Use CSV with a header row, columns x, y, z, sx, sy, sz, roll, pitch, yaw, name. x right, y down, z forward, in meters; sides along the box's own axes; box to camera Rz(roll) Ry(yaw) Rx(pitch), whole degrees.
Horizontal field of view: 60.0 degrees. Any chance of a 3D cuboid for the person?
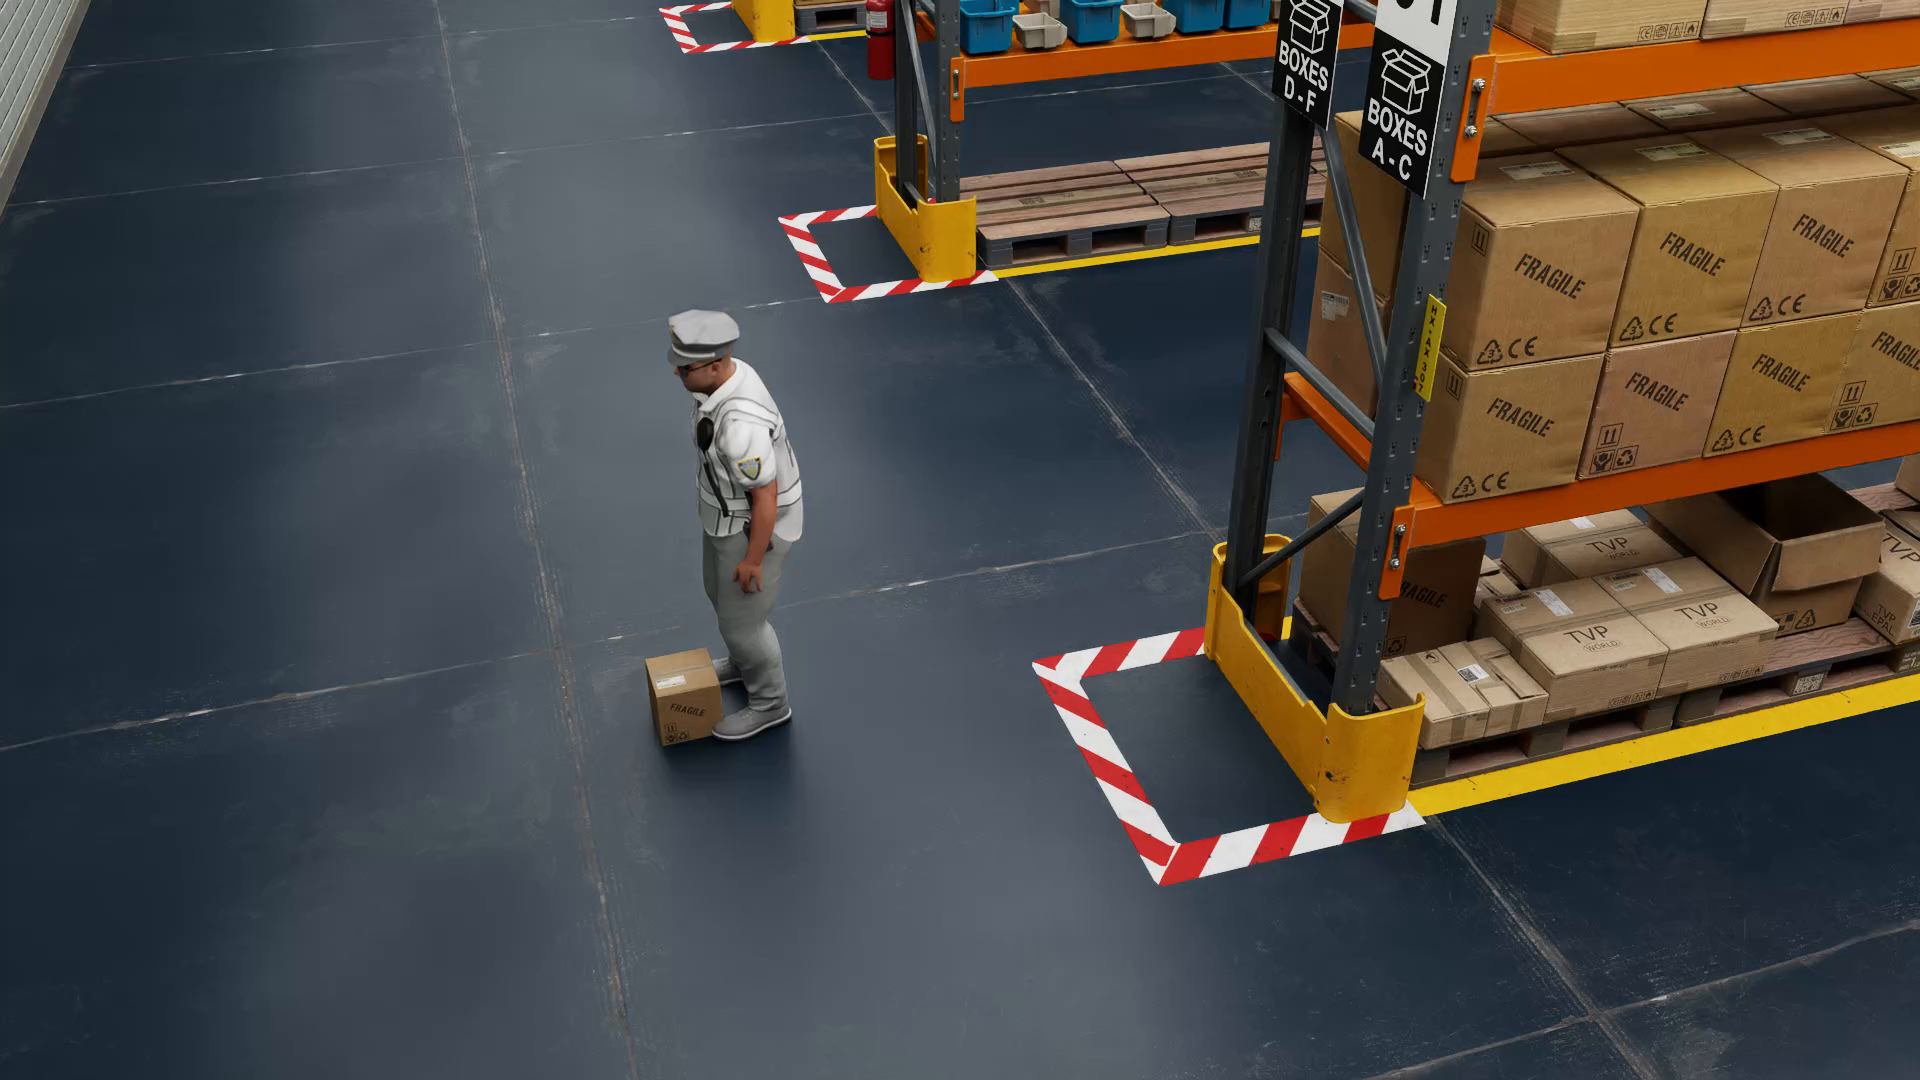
x,y,z,sx,sy,sz,roll,pitch,yaw,name
-0.819,-0.063,6.230,0.437,1.746,0.593,-12,35,-17,person
